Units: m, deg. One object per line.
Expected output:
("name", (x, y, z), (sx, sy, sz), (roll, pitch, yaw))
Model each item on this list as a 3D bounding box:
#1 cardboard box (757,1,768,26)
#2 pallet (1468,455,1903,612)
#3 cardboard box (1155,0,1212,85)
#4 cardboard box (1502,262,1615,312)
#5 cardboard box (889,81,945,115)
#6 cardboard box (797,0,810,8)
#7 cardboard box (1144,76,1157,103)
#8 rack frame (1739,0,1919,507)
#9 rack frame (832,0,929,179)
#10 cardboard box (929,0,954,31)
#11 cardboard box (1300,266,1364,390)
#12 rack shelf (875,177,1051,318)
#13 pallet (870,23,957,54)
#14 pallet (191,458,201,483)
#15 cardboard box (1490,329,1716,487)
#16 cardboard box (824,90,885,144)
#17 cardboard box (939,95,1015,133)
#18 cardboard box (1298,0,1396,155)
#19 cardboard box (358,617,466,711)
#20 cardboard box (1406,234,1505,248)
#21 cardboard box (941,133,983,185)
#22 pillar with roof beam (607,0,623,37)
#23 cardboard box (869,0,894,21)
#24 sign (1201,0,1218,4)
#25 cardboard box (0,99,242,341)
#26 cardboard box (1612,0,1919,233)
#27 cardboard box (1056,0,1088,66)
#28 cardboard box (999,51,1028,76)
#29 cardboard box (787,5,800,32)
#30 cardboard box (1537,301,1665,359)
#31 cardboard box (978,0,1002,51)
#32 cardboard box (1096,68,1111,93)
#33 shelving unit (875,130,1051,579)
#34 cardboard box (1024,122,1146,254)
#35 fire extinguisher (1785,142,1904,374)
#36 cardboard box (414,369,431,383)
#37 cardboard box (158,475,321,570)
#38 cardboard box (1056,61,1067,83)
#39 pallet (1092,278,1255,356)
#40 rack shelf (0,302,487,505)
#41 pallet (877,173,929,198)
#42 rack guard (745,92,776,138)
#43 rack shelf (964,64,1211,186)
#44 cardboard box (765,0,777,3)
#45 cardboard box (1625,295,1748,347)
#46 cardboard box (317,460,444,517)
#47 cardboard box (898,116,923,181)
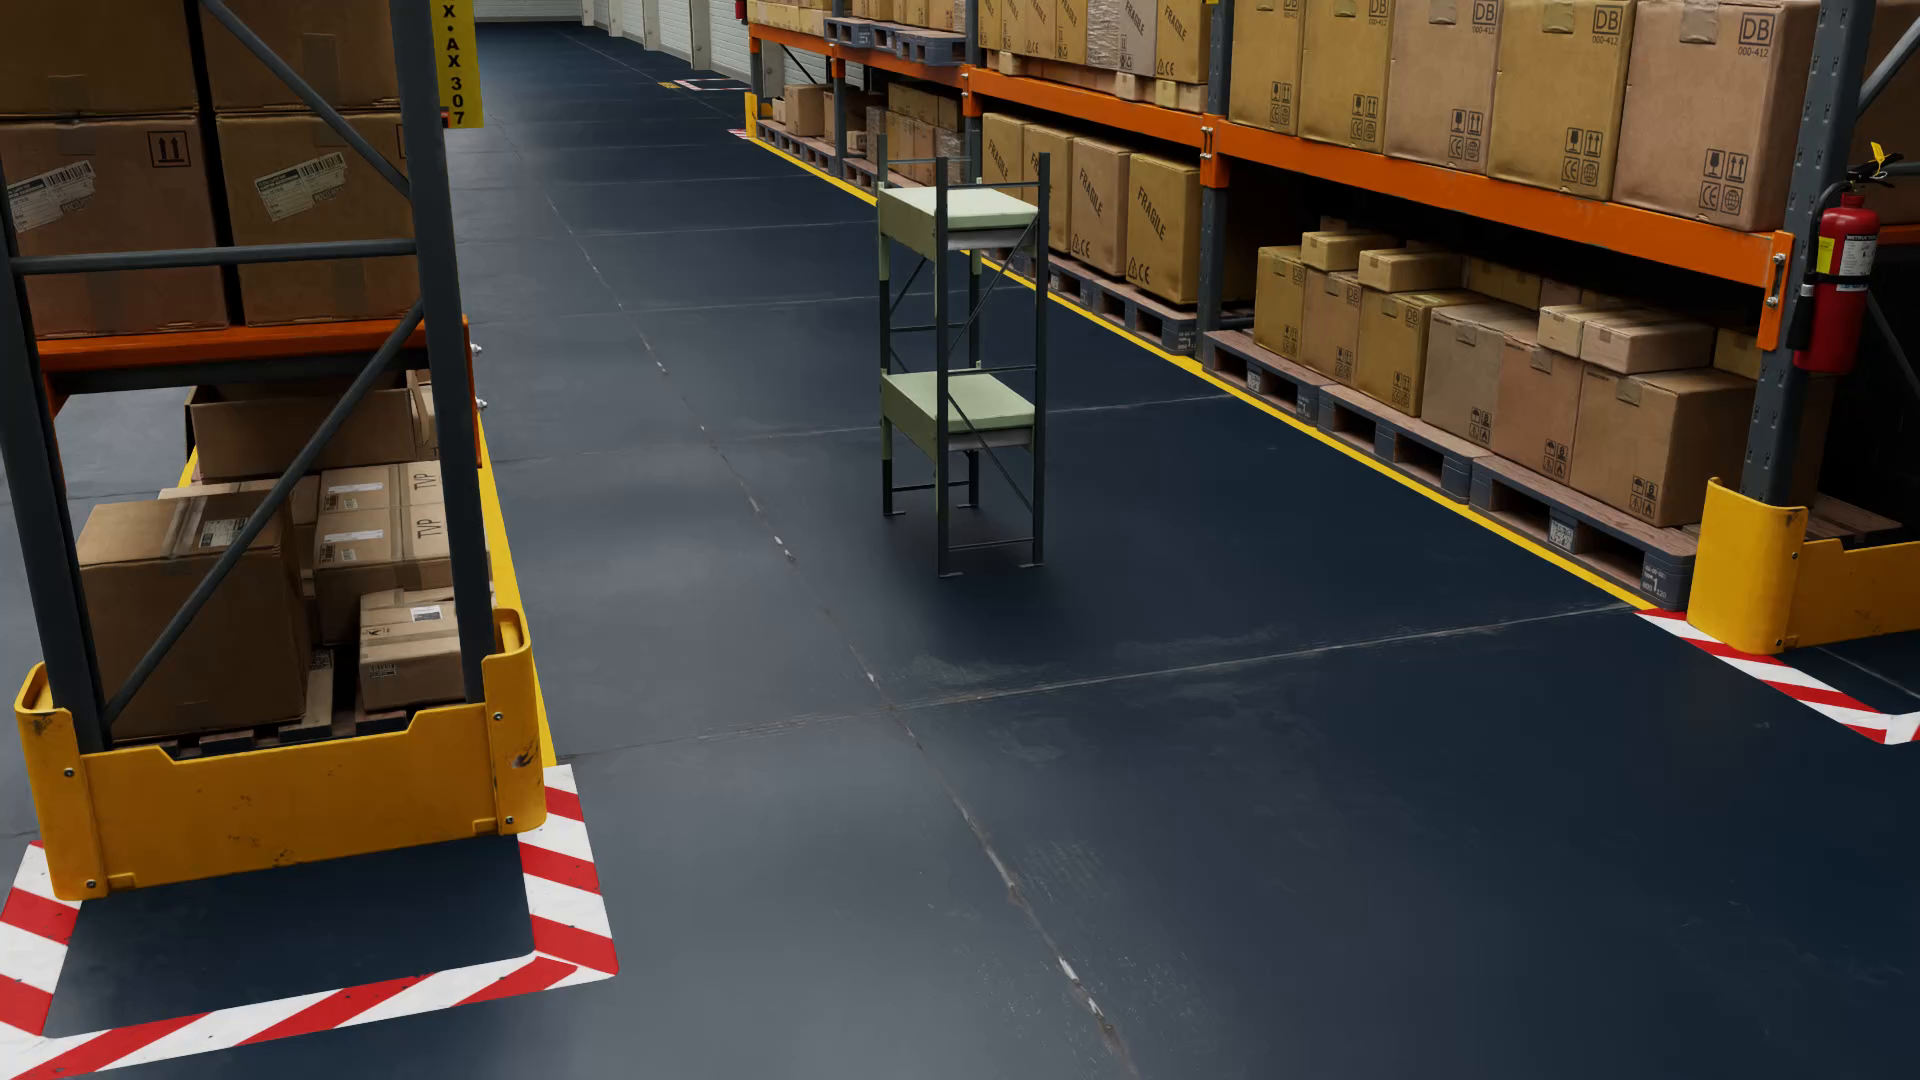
("cardboard box", (-1.954, -5.875, 18.529), (0.500, 0.250, 0.500), (-7, 21, -19))
("pallet", (2.721, -0.093, 6.364), (1.003, 0.211, 1.213), (-6, 21, -17))
("cardboard box", (1.405, -2.759, 9.042), (0.500, 0.500, 0.500), (-7, 21, -18))
("cardboard box", (2.561, -1.086, 7.119), (0.380, 0.149, 0.250), (-6, 21, -17))
("cardboard box", (-0.336, -4.016, 15.099), (0.500, 0.250, 0.500), (-7, 21, -18))
("cardboard box", (-1.330, -5.578, 16.593), (0.500, 0.500, 0.500), (-7, 21, -18))
("cardboard box", (1.274, -2.577, 9.496), (0.380, 0.149, 0.250), (-6, 21, -16))
("rack frame", (3.047, -1.157, 5.201), (1.000, 3.000, 0.127), (-6, 21, -17))
("rack frame", (-0.725, -5.008, 15.923), (1.000, 3.000, 0.127), (-6, 21, -17))
("cardboard box", (0.174, -4.305, 13.166), (0.700, 0.500, 0.500), (-8, 21, -22))
("cardboard box", (2.082, -1.050, 7.978), (0.700, 0.500, 0.500), (-7, 21, -18))
("rack shelf", (-0.002, -1.075, 6.037), (0.431, 0.370, 0.720), (-6, 21, -17))
("pallet", (-0.129, -4.265, 14.138), (1.003, 0.211, 1.213), (-6, 21, -17))
("pallet", (-2.697, -0.381, 7.164), (1.003, 0.211, 1.213), (-6, 21, -17))
("cardboard box", (2.574, -0.553, 6.596), (0.700, 0.500, 0.500), (-6, 21, -17))
("cardboard box", (-1.089, -4.368, 17.186), (0.500, 0.500, 0.500), (-8, 21, -21))
("cardboard box", (0.137, -3.523, 13.726), (0.500, 0.250, 0.500), (-6, 21, -16))
("cardboard box", (2.169, -2.172, 7.581), (0.980, 0.700, 0.700), (-7, 21, -19))
("cardboard box", (-1.460, 0.334, 4.616), (0.380, 0.149, 0.250), (-6, 21, -17))
("cardboard box", (2.321, -1.331, 7.801), (0.380, 0.149, 0.250), (-7, 21, -19))
("cardboard box", (0.256, -2.981, 13.325), (0.700, 0.500, 0.500), (-6, 21, -16))
("pillar with roof beam", (-12.571, -16.227, 38.282), (9.100, 9.000, 0.400), (-6, 21, -17))
("cardboard box", (-0.429, -4.915, 14.865), (0.700, 0.500, 0.500), (-4, 20, -12))
("sign", (1.277, -2.888, 8.424), (0.100, 0.325, 0.005), (-6, 21, -17))
("cardboard box", (-2.054, -0.792, 4.035), (0.500, 0.500, 0.500), (-6, 21, -16))
("cardboard box", (2.877, -1.461, 5.603), (0.980, 0.700, 0.700), (-5, 20, -15))
("cardboard box", (0.924, -3.243, 10.391), (0.500, 0.500, 0.500), (-6, 21, -16))
("cardboard box", (0.490, -3.309, 11.535), (0.380, 0.149, 0.250), (-6, 21, -16))
("cardboard box", (-1.483, -5.387, 17.170), (0.500, 0.250, 0.500), (-7, 21, -18))
("cardboard box", (2.437, -0.802, 6.328), (0.380, 0.149, 0.250), (-6, 21, -16))
("cardboard box", (0.442, -3.738, 11.769), (0.500, 0.500, 0.500), (-6, 21, -16))
("cardboard box", (1.057, -2.823, 10.180), (0.380, 0.149, 0.250), (-7, 21, -19))
("shelving unit", (-0.002, -0.708, 6.169), (0.431, 1.500, 0.755), (-6, 21, -17))
("cardboard box", (0.908, -2.379, 11.161), (0.750, 0.750, 0.750), (-6, 21, -17))
("fire extinguisher", (2.656, -0.848, 5.006), (0.296, 0.674, 0.183), (-6, 21, -17))
("cardboard box", (-2.464, -0.791, 7.229), (0.500, 0.500, 0.500), (-6, 21, -17))
("cardboard box", (-2.330, 0.001, 5.394), (0.500, 0.250, 0.500), (-6, 21, -17))
("cardboard box", (0.847, -3.076, 10.884), (0.380, 0.149, 0.250), (-6, 21, -16))
("pallet", (1.475, -1.368, 9.914), (1.003, 0.211, 1.213), (-6, 21, -17))
("rack shelf", (-2.283, -0.933, 5.641), (1.077, 0.370, 4.000), (-6, 21, -17))
("pallet", (-0.092, -3.054, 14.607), (1.003, 0.211, 1.213), (-6, 21, -17))
("rack guard", (-1.958, -5.091, 19.851), (1.175, 0.500, 0.348), (-6, 21, -17))
("rack shelf", (1.161, -2.744, 10.684), (1.077, 0.370, 4.000), (-6, 21, -17))
("cardboard box", (-1.815, -6.072, 17.968), (0.500, 0.500, 0.500), (-7, 21, -19))
("cardboard box", (2.801, -0.841, 6.439), (0.380, 0.149, 0.250), (-6, 21, -17))
("cardboard box", (-1.871, -0.068, 5.586), (0.500, 0.250, 0.500), (-6, 21, -17))
("cardboard box", (-0.146, -3.476, 14.703), (0.700, 0.500, 0.500), (-6, 21, -17))
